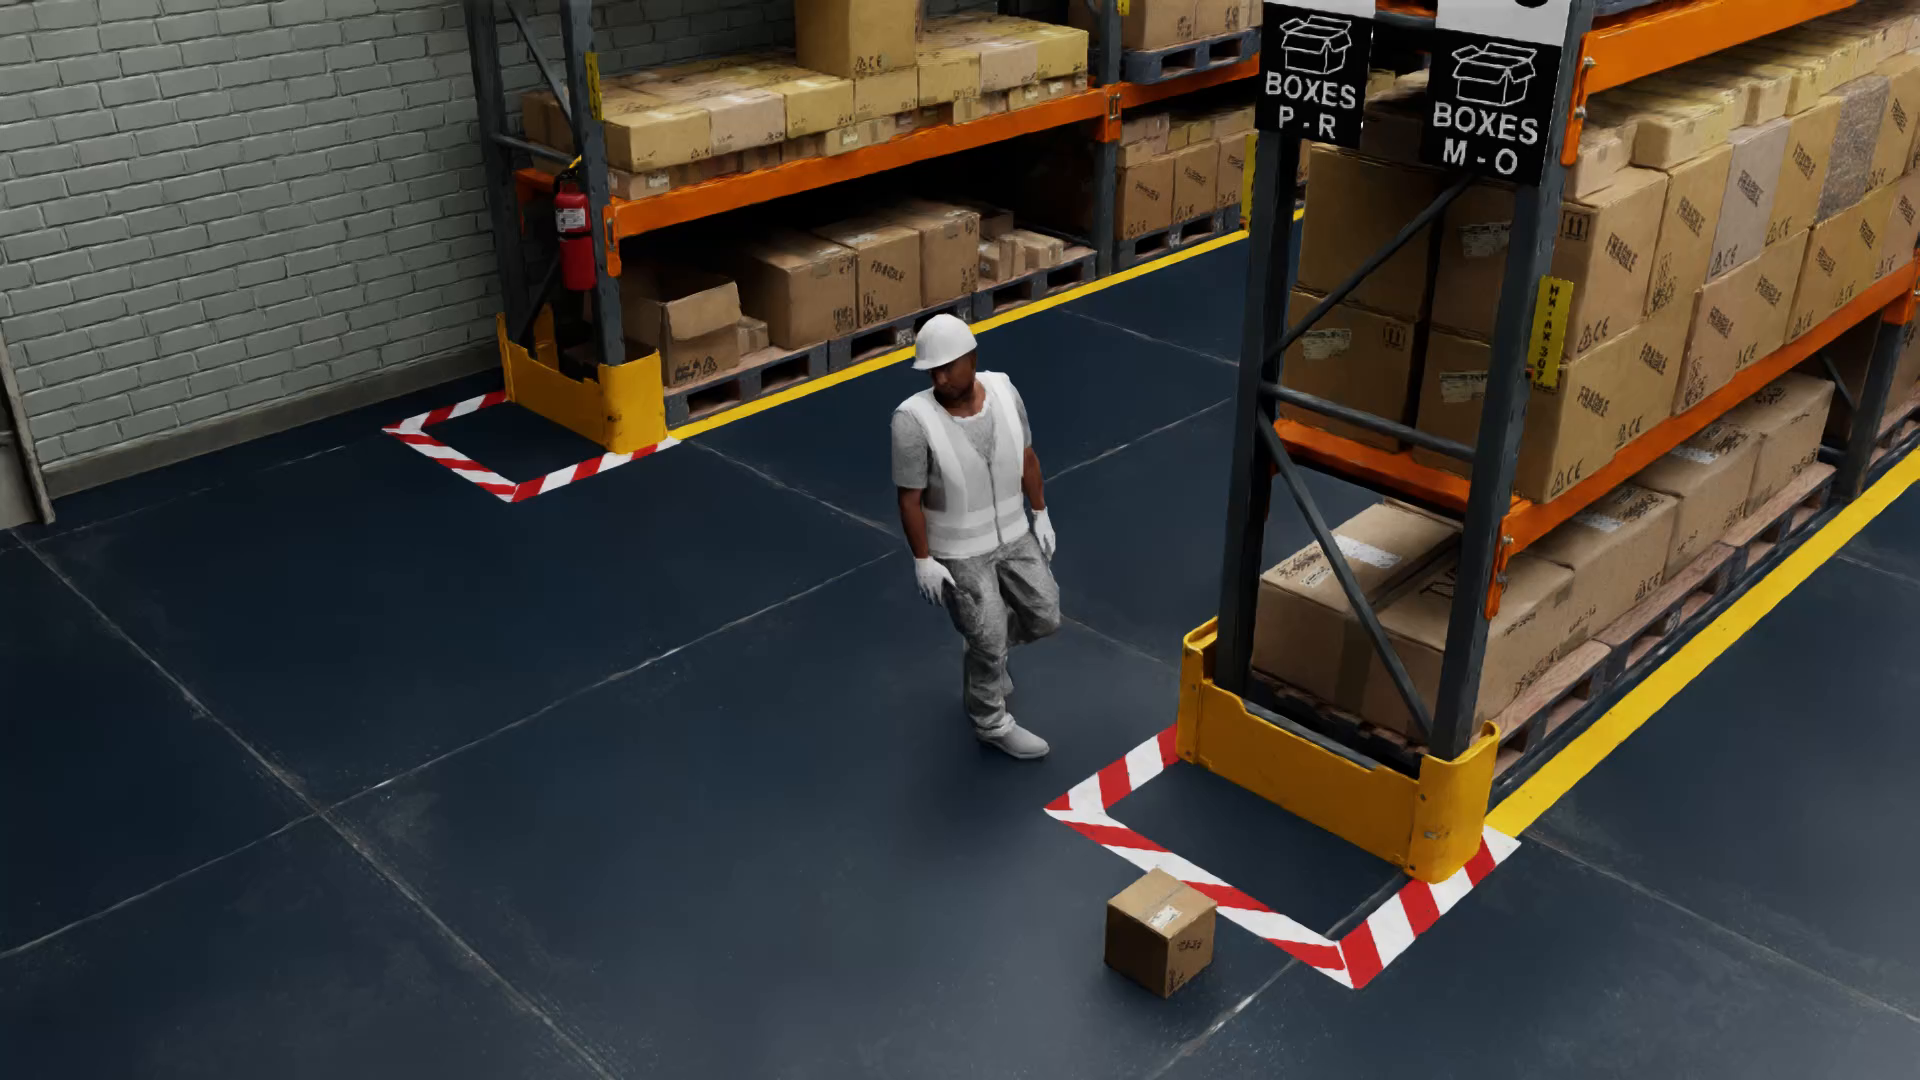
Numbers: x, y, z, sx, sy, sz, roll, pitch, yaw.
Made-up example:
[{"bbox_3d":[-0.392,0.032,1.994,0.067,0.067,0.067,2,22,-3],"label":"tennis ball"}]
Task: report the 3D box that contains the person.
[{"bbox_3d":[0.066,0.001,6.131,0.616,1.757,0.552,-22,34,-35],"label":"person"}]
